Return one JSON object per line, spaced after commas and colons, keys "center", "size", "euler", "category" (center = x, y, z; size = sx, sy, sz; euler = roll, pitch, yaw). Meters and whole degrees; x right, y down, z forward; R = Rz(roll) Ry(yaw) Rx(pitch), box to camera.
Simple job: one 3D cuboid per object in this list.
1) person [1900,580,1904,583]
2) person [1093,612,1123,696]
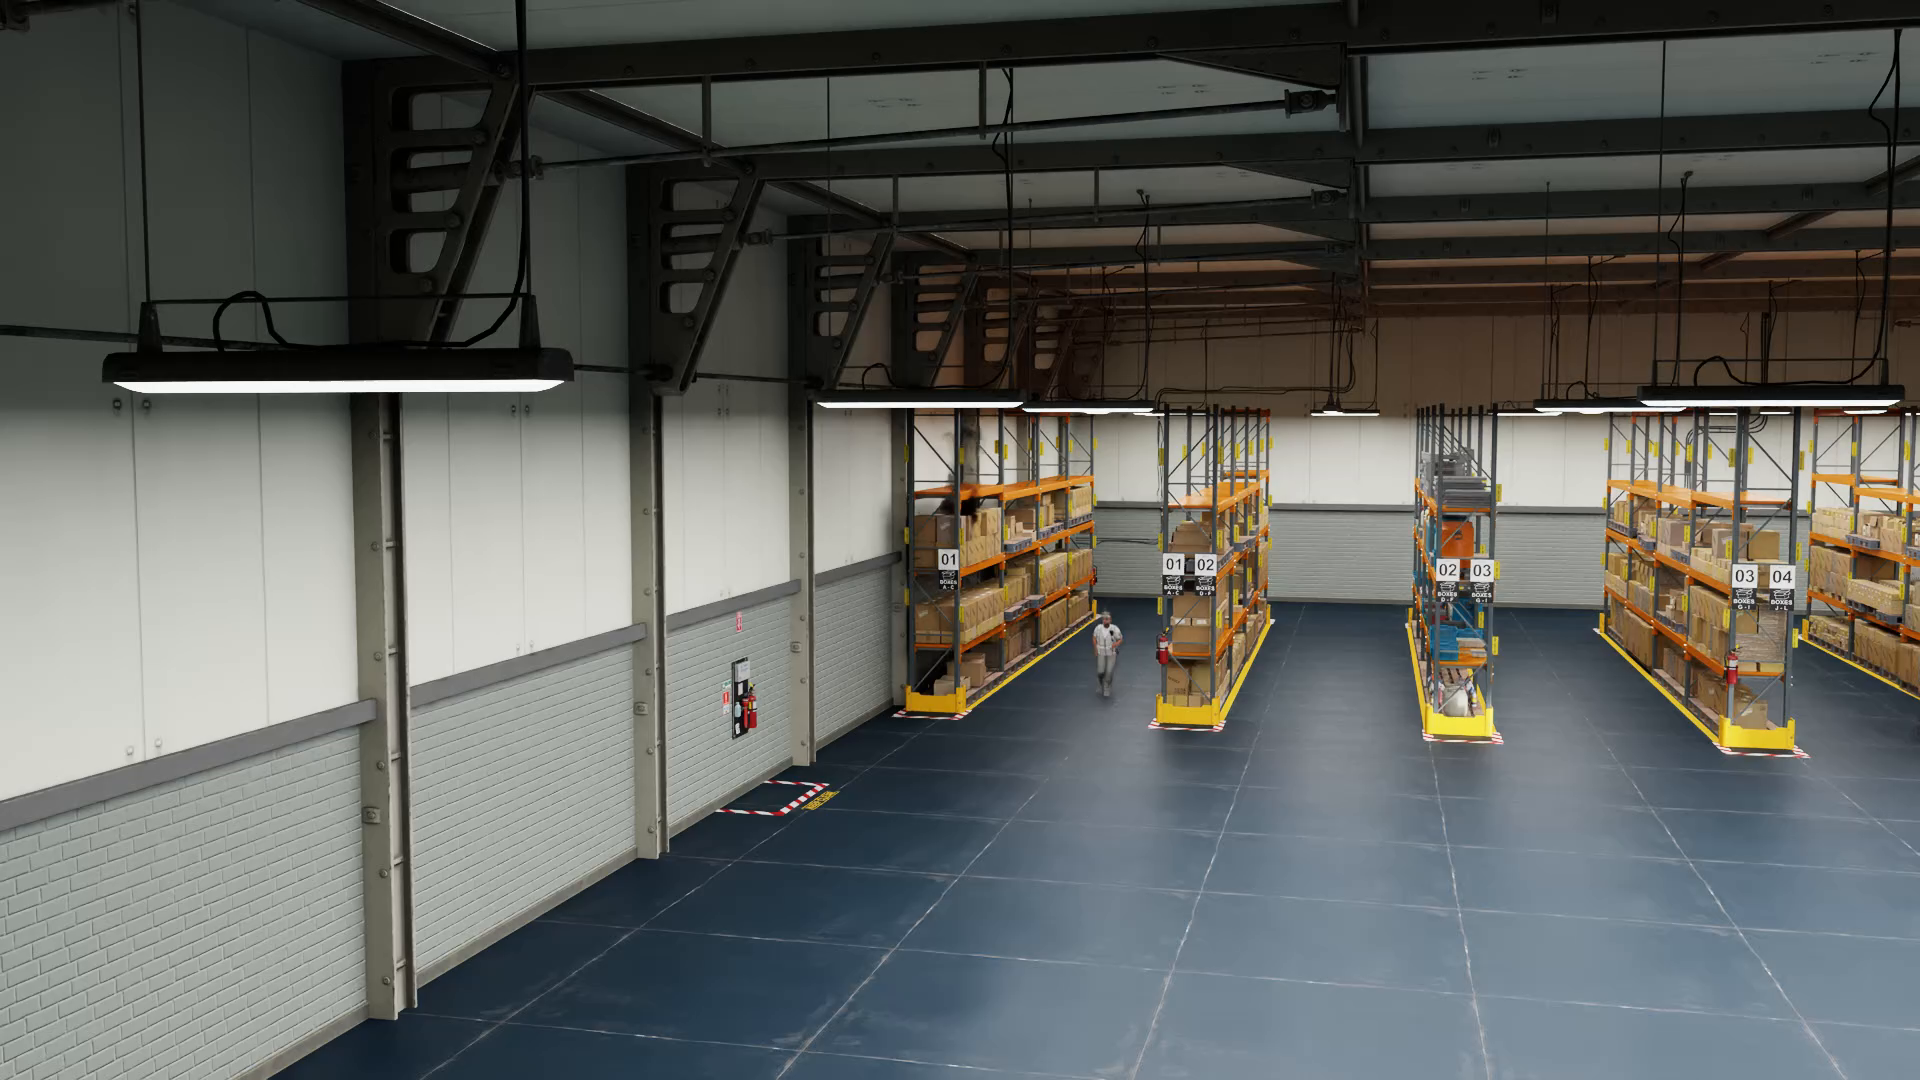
{"center": [24.712, 1.705, 43.868], "size": [1.000, 1.679, 0.736], "euler": [1, 4, 8], "category": "person"}
{"center": [3.023, 2.352, 34.274], "size": [0.638, 1.768, 0.647], "euler": [1, 4, 12], "category": "person"}
